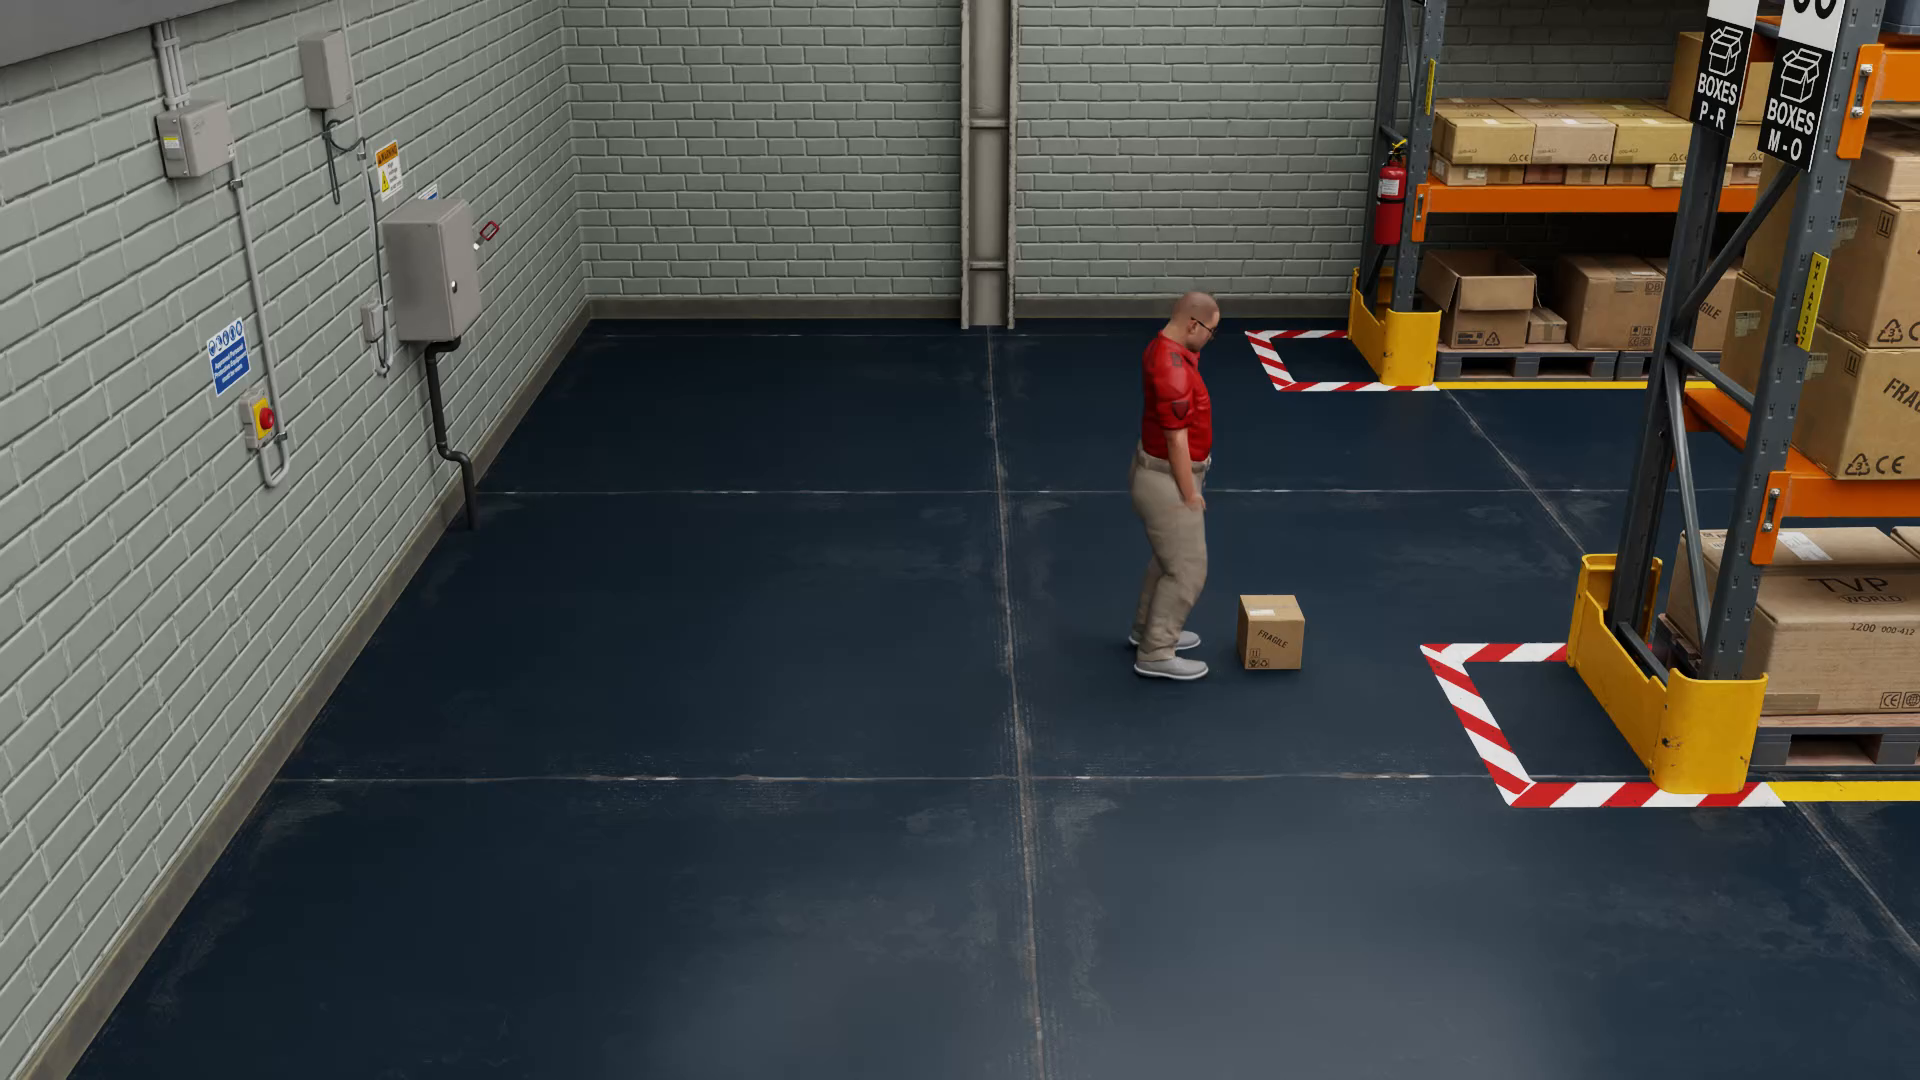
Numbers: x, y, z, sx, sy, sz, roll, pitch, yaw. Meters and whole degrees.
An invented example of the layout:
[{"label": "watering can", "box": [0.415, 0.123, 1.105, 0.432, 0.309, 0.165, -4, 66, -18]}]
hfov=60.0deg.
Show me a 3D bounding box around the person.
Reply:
[{"label": "person", "box": [0.918, -0.246, 7.220, 0.375, 1.704, 0.544, 0, 24, 1]}]
